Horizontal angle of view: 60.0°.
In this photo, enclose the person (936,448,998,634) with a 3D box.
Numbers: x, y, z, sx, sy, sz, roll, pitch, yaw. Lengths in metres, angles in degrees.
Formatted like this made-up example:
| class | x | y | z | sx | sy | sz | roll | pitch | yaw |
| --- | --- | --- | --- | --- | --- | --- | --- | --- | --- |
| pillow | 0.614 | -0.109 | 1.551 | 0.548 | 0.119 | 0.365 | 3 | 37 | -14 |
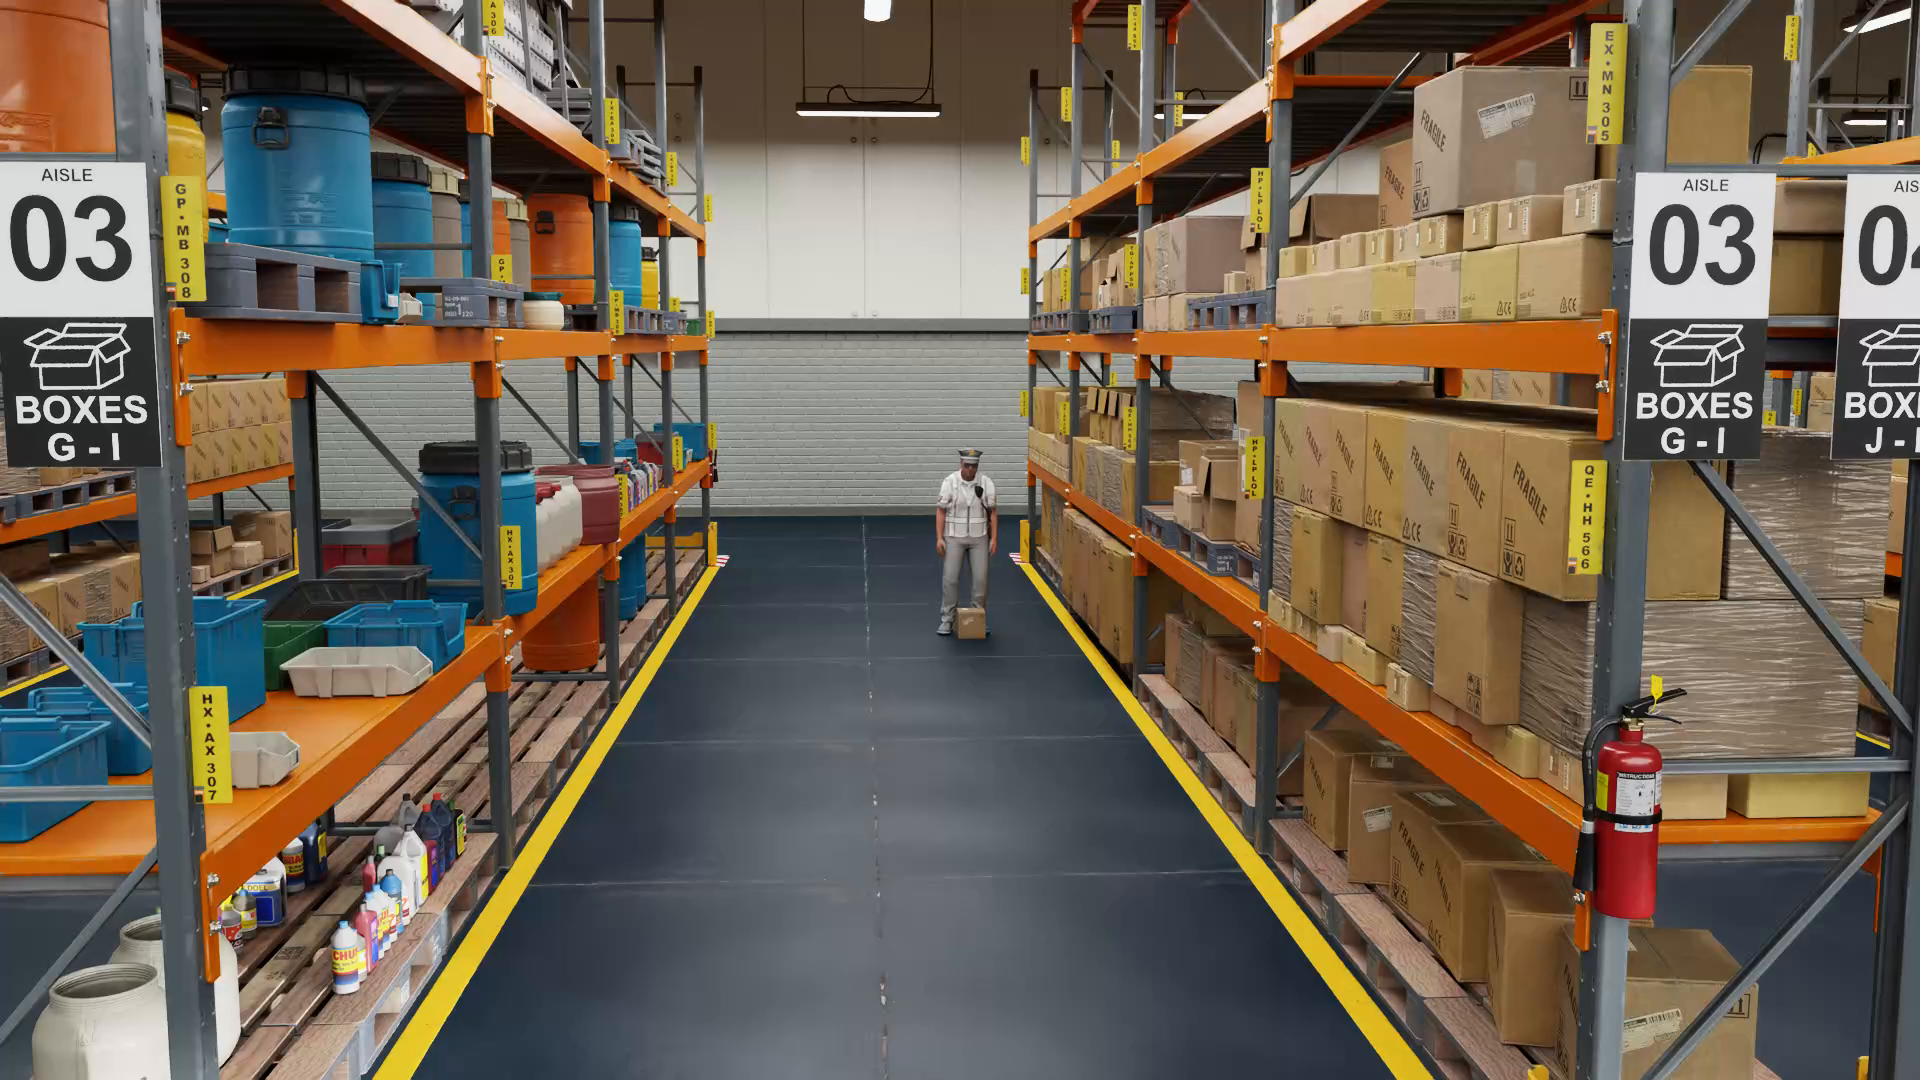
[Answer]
| class | x | y | z | sx | sy | sz | roll | pitch | yaw |
| --- | --- | --- | --- | --- | --- | --- | --- | --- | --- |
| person | 0.064 | 0.000 | 15.710 | 0.588 | 1.748 | 0.435 | -1 | 7 | -5 |
